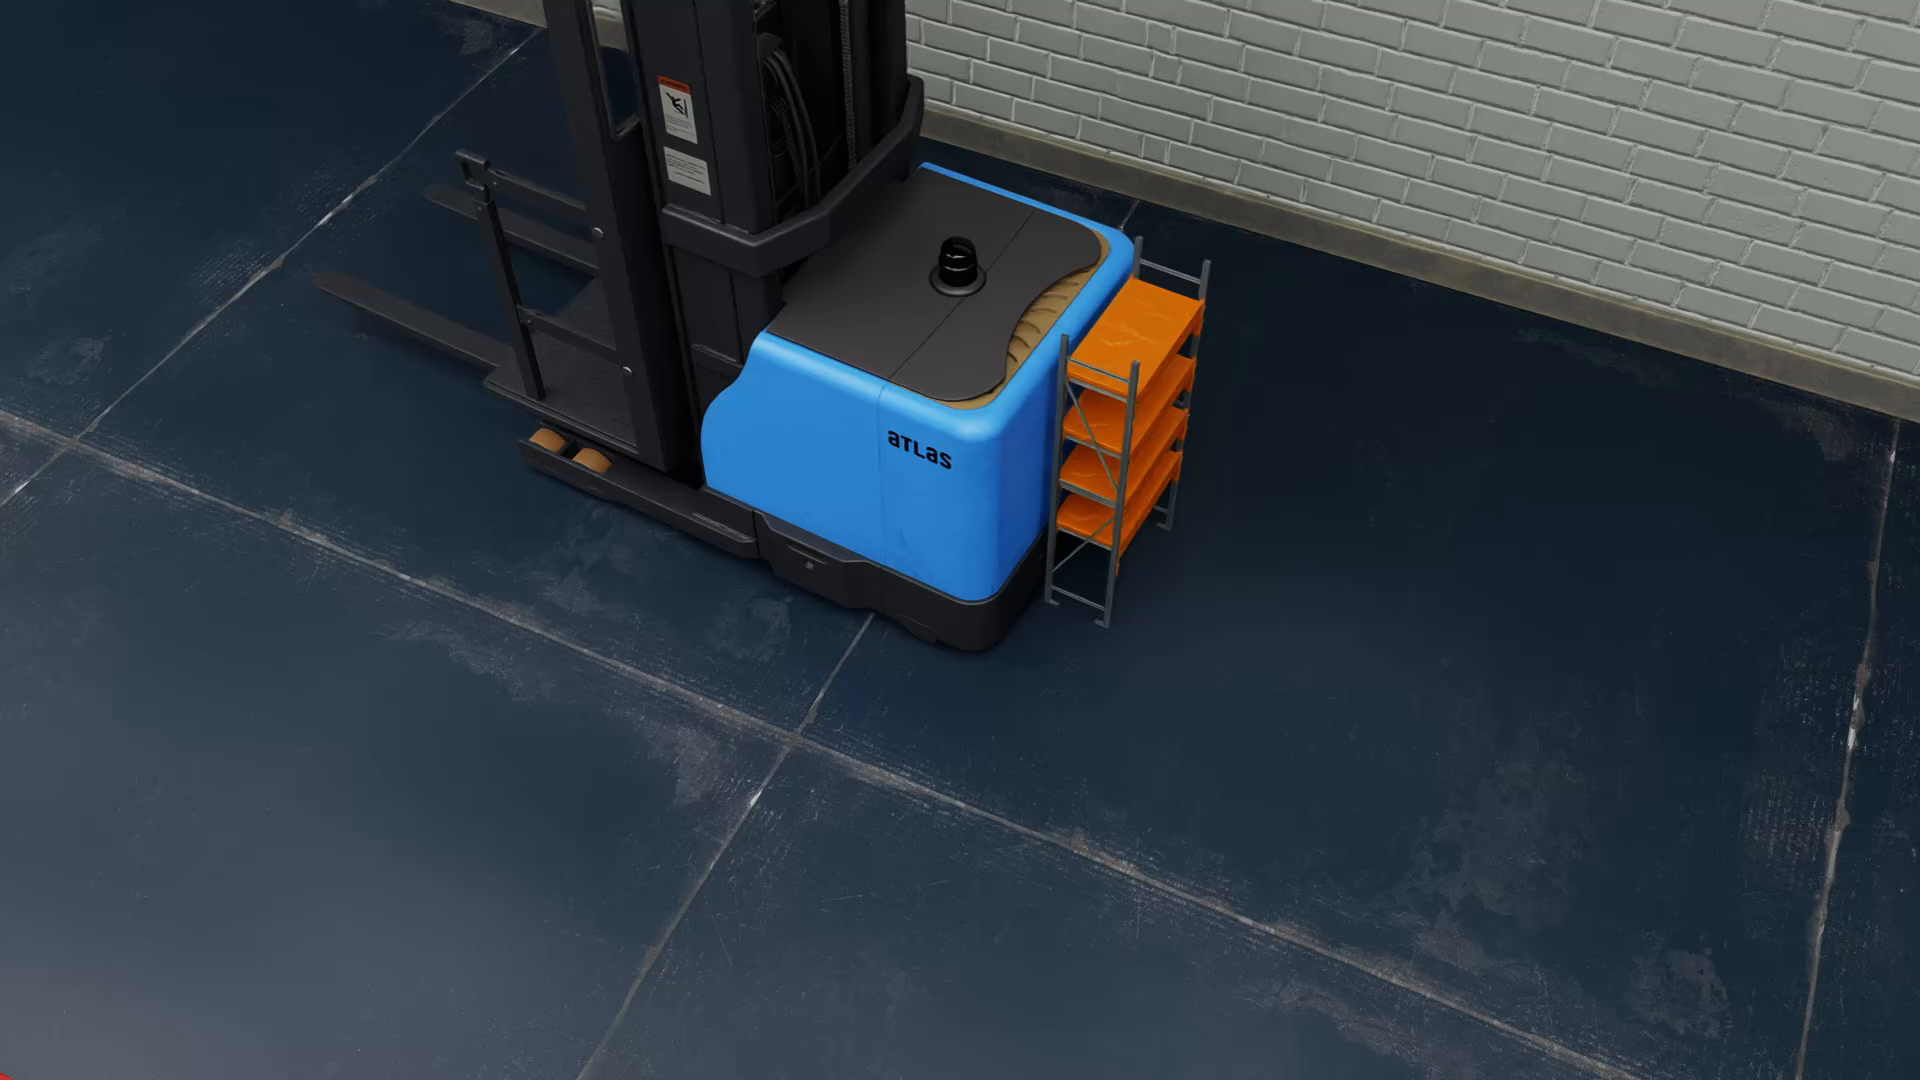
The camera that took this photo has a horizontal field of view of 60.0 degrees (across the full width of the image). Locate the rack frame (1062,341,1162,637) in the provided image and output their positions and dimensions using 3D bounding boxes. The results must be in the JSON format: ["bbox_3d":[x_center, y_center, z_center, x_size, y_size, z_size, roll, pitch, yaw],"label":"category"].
[{"bbox_3d":[0.448,-0.119,5.063,0.240,1.200,0.015,23,53,18],"label":"rack frame"}]

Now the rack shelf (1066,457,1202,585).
[{"bbox_3d":[0.567,-0.108,5.403,0.258,0.148,0.480,23,53,18],"label":"rack shelf"}]

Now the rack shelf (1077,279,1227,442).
[{"bbox_3d":[0.567,-0.535,4.902,0.258,0.148,0.480,23,53,18],"label":"rack shelf"}]

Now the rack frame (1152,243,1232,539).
[{"bbox_3d":[0.686,-0.443,5.339,0.240,1.200,0.015,23,53,18],"label":"rack frame"}]

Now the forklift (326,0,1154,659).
[{"bbox_3d":[-0.917,-1.411,5.026,3.031,2.935,1.130,24,54,19],"label":"forklift"}]

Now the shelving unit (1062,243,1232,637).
[{"bbox_3d":[0.567,-0.281,5.201,0.258,1.200,0.503,23,53,18],"label":"shelving unit"}]

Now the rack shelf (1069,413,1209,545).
[{"bbox_3d":[0.567,-0.237,5.252,0.258,0.148,0.480,23,53,18],"label":"rack shelf"}]

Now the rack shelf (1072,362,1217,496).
[{"bbox_3d":[0.567,-0.382,5.082,0.258,0.148,0.480,23,53,18],"label":"rack shelf"}]
